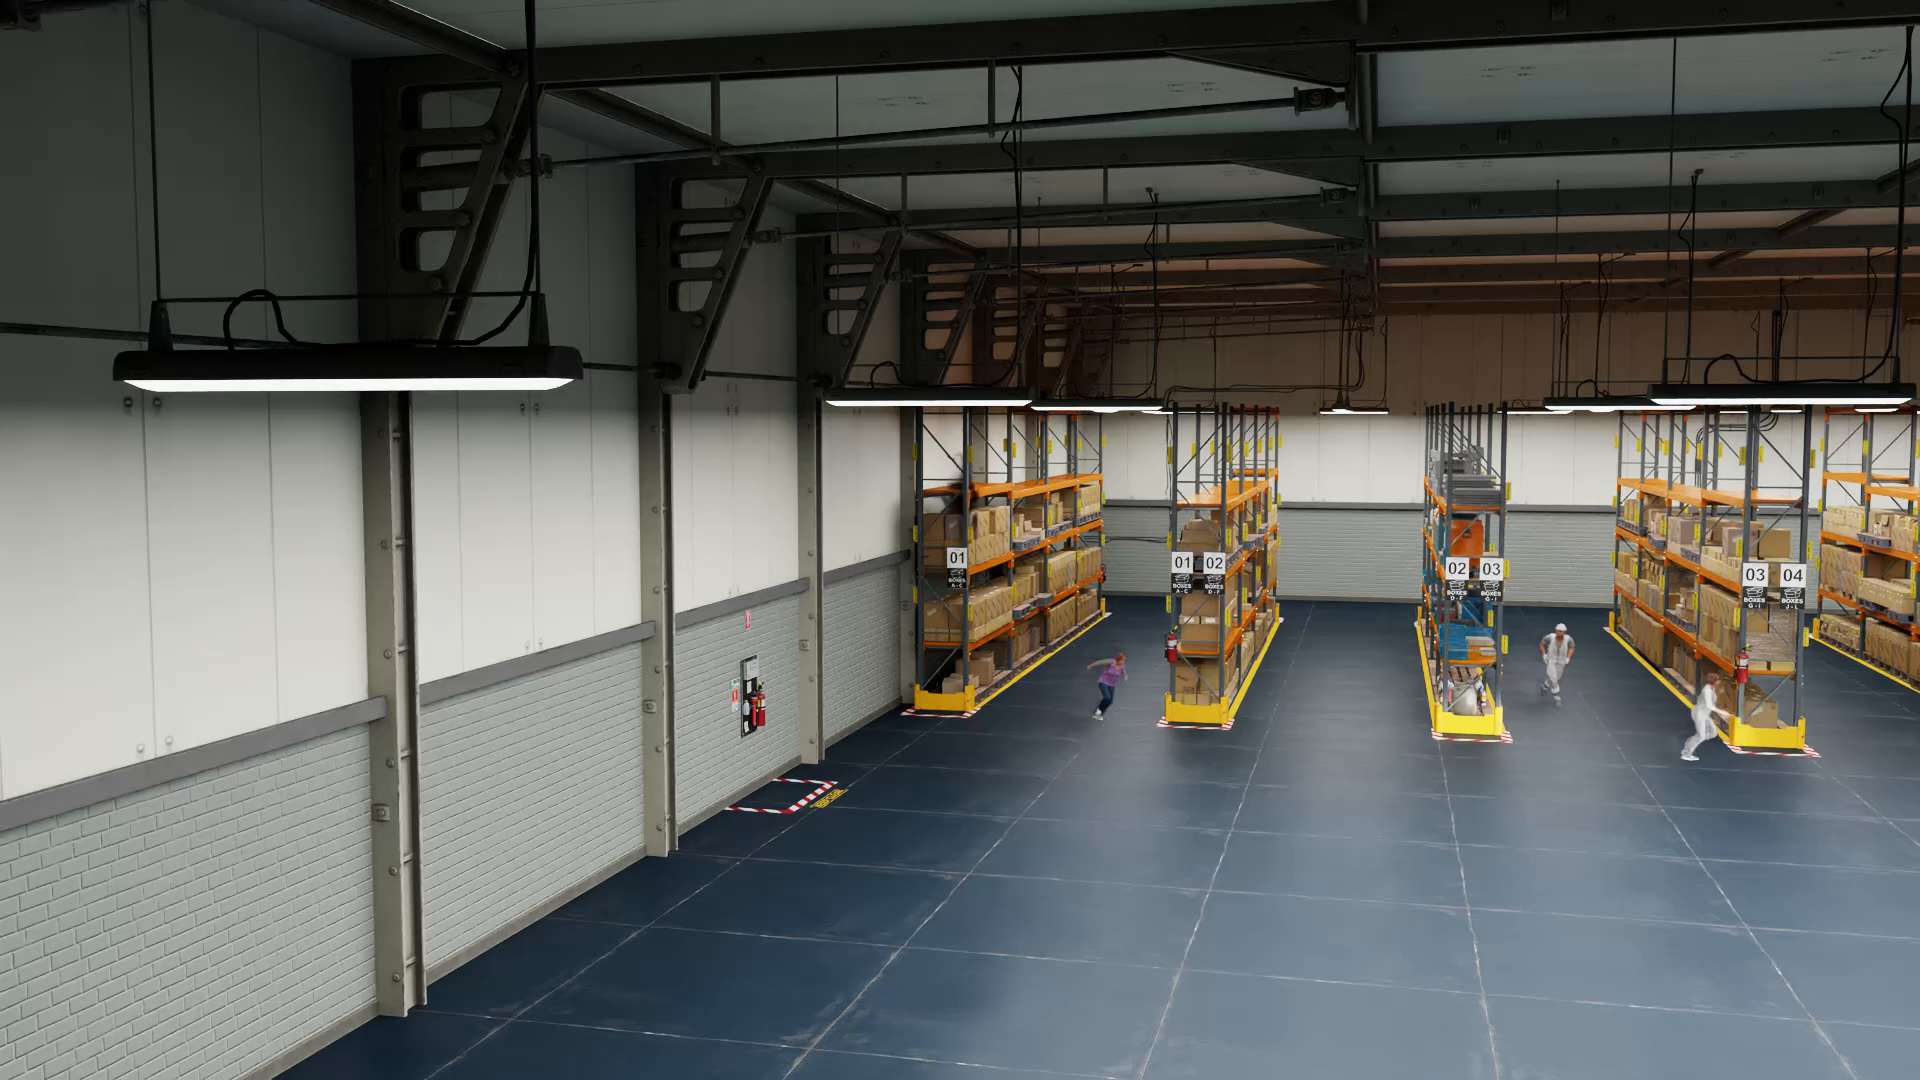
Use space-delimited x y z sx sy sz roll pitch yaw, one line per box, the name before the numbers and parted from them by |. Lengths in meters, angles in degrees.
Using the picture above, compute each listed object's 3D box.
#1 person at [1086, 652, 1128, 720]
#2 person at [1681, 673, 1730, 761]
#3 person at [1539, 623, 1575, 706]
person | 2.810 2.743 31.093 0.549 1.346 0.929 -2 5 -27
person | 12.386 2.936 27.590 0.747 1.512 0.549 3 5 33
person | 11.921 2.461 33.303 0.660 1.680 1.058 0 4 5
